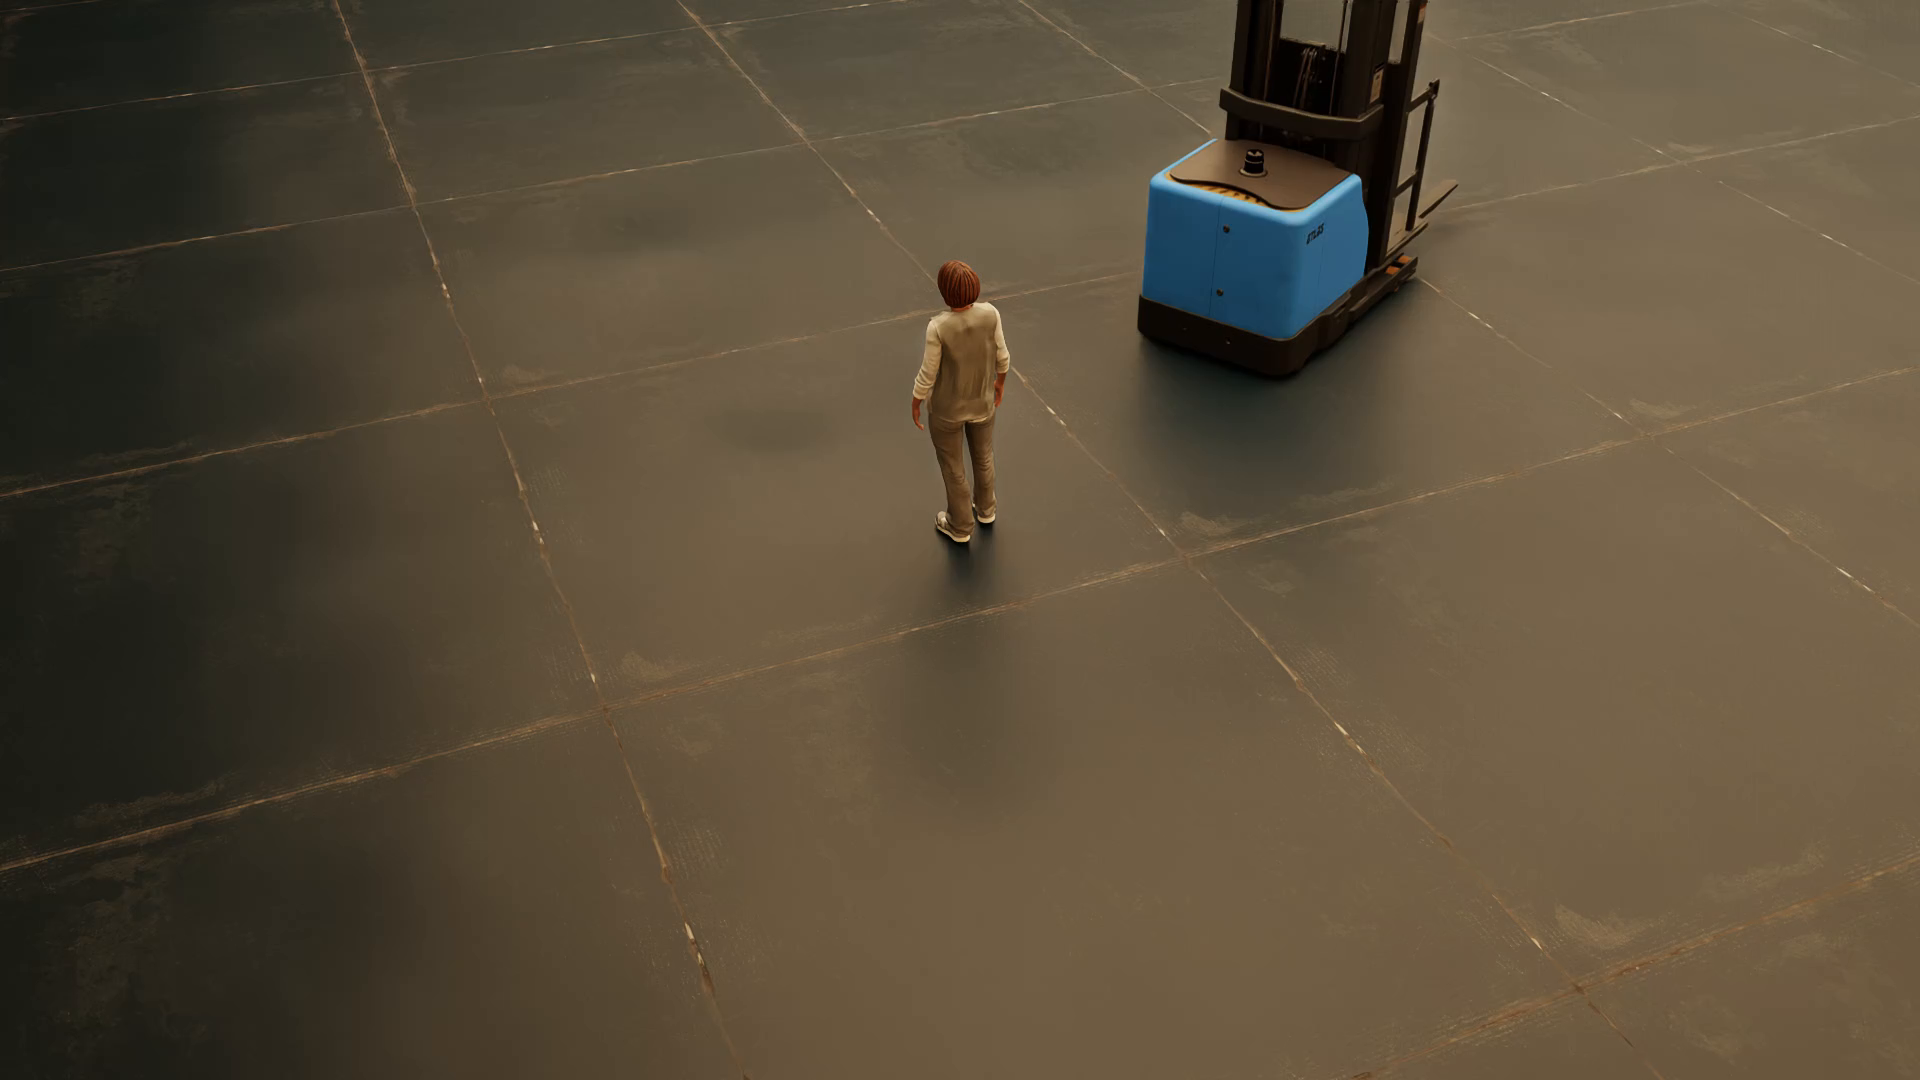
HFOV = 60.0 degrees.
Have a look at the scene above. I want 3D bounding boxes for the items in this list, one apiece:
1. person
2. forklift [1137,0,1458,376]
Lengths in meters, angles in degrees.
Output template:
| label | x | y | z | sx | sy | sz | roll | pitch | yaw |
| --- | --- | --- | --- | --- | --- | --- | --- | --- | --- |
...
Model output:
| label | x | y | z | sx | sy | sz | roll | pitch | yaw |
| --- | --- | --- | --- | --- | --- | --- | --- | --- | --- |
| person | -0.016 | -0.700 | 8.221 | 0.520 | 1.599 | 0.473 | -14 | 38 | -19 |
| forklift | 2.380 | -2.973 | 10.279 | 1.130 | 2.935 | 3.031 | 23 | 41 | 29 |
